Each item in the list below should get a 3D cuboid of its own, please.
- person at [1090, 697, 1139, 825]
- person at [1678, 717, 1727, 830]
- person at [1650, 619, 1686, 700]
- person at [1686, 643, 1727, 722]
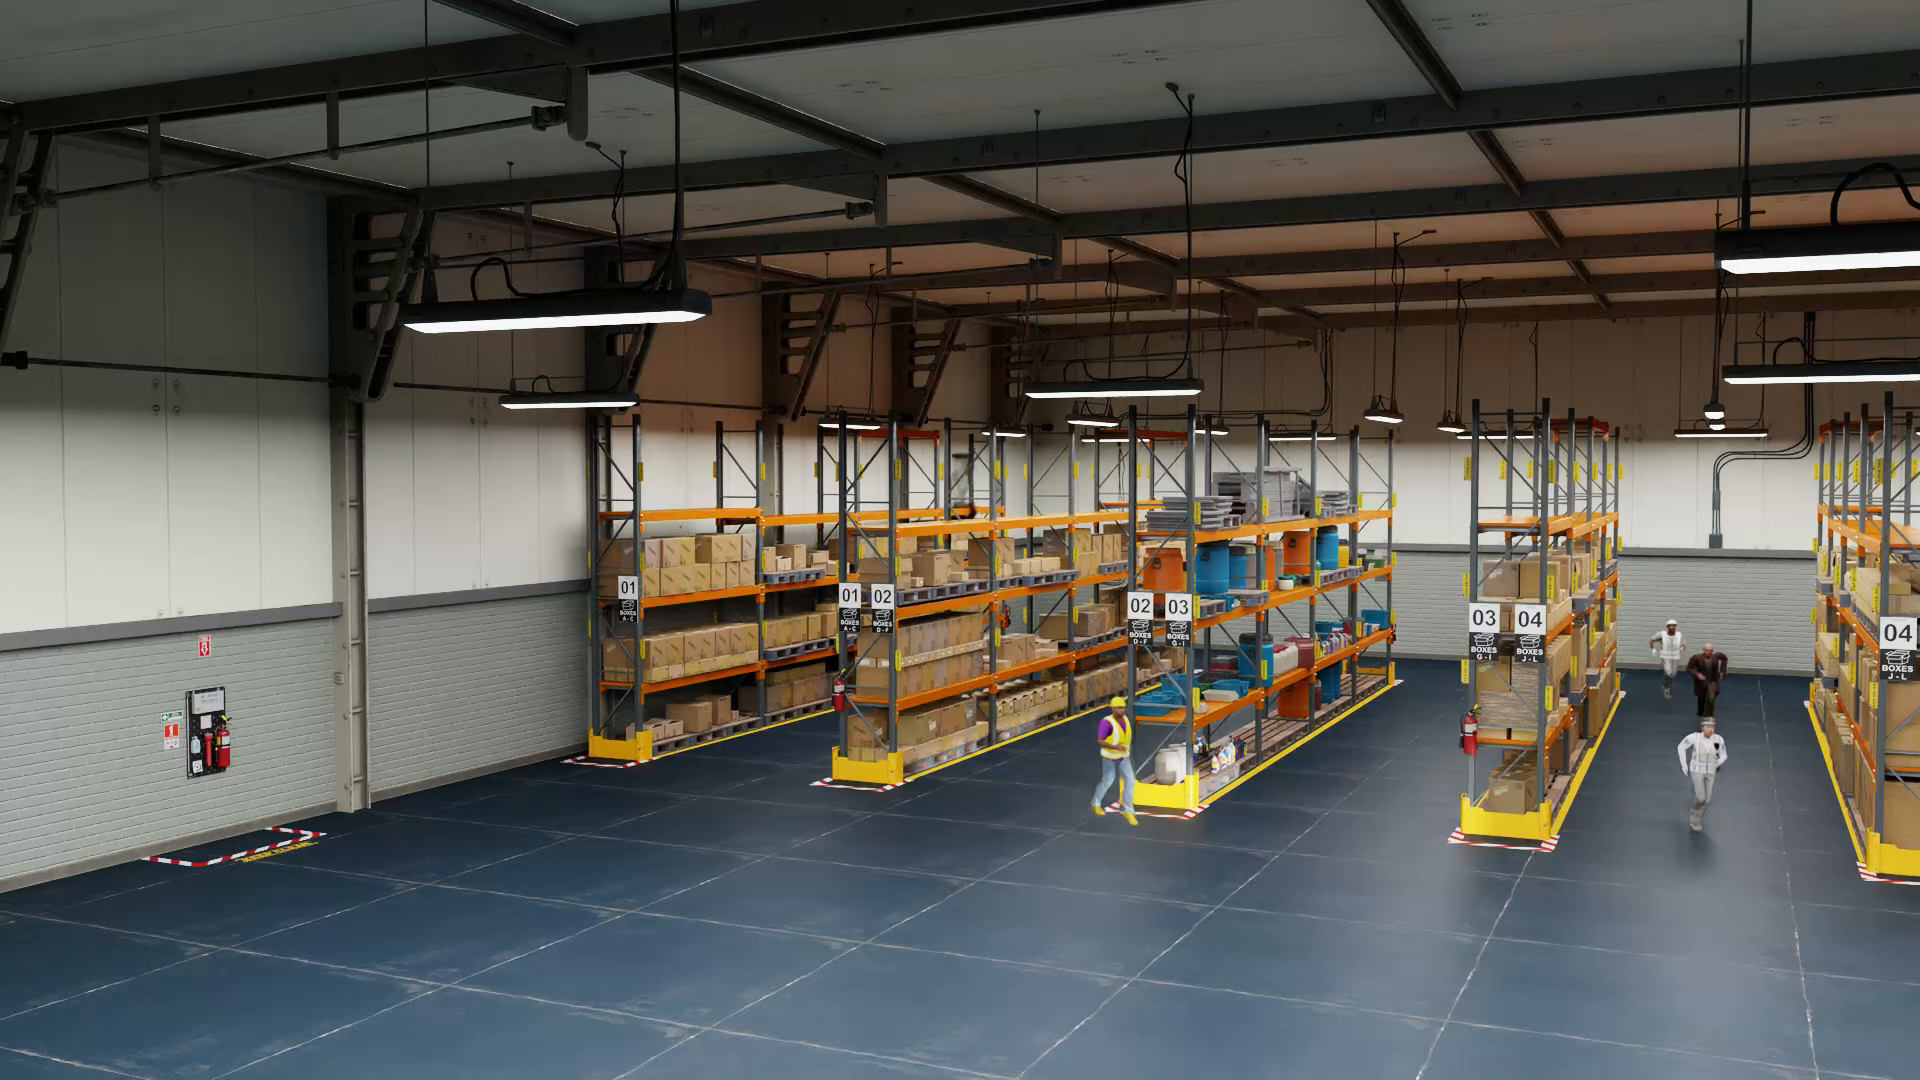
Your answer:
[{"bbox_3d":[2.195,3.146,23.740,0.698,1.839,0.845,-2,3,-34],"label":"person"},{"bbox_3d":[10.299,3.229,23.002,0.582,1.624,0.650,0,2,3],"label":"person"},{"bbox_3d":[15.530,2.614,36.408,0.696,1.755,0.777,0,2,4],"label":"person"},{"bbox_3d":[14.532,2.845,32.425,0.755,1.743,1.065,1,2,15],"label":"person"}]
